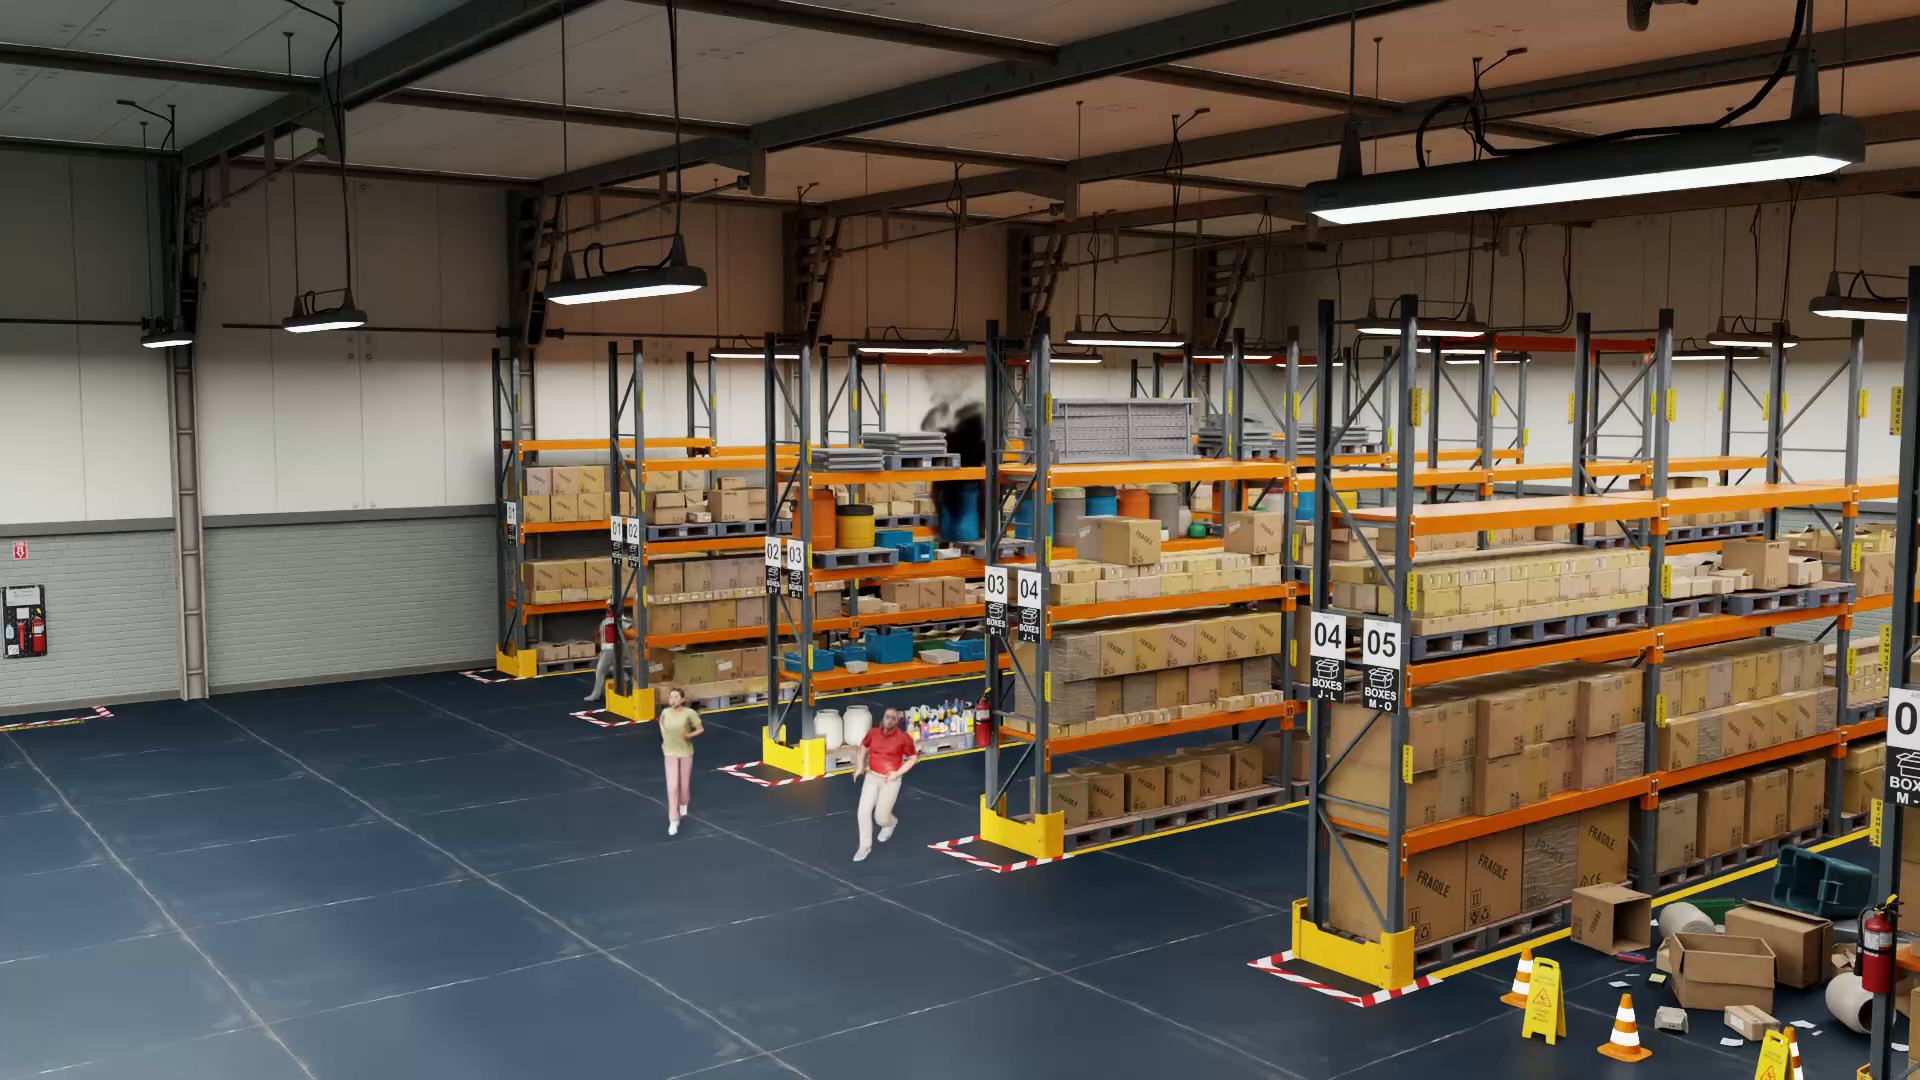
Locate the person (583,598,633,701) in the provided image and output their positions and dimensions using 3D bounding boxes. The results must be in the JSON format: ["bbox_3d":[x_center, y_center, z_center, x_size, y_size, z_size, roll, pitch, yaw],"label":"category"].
[{"bbox_3d":[-5.963,1.837,28.131,0.931,1.712,0.715,-4,6,-36],"label":"person"}]

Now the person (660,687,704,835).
[{"bbox_3d":[-3.331,2.585,19.869,0.559,1.691,0.896,0,5,-1],"label":"person"}]

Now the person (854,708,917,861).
[{"bbox_3d":[-0.828,2.706,18.652,0.705,1.681,0.775,2,5,18],"label":"person"}]
